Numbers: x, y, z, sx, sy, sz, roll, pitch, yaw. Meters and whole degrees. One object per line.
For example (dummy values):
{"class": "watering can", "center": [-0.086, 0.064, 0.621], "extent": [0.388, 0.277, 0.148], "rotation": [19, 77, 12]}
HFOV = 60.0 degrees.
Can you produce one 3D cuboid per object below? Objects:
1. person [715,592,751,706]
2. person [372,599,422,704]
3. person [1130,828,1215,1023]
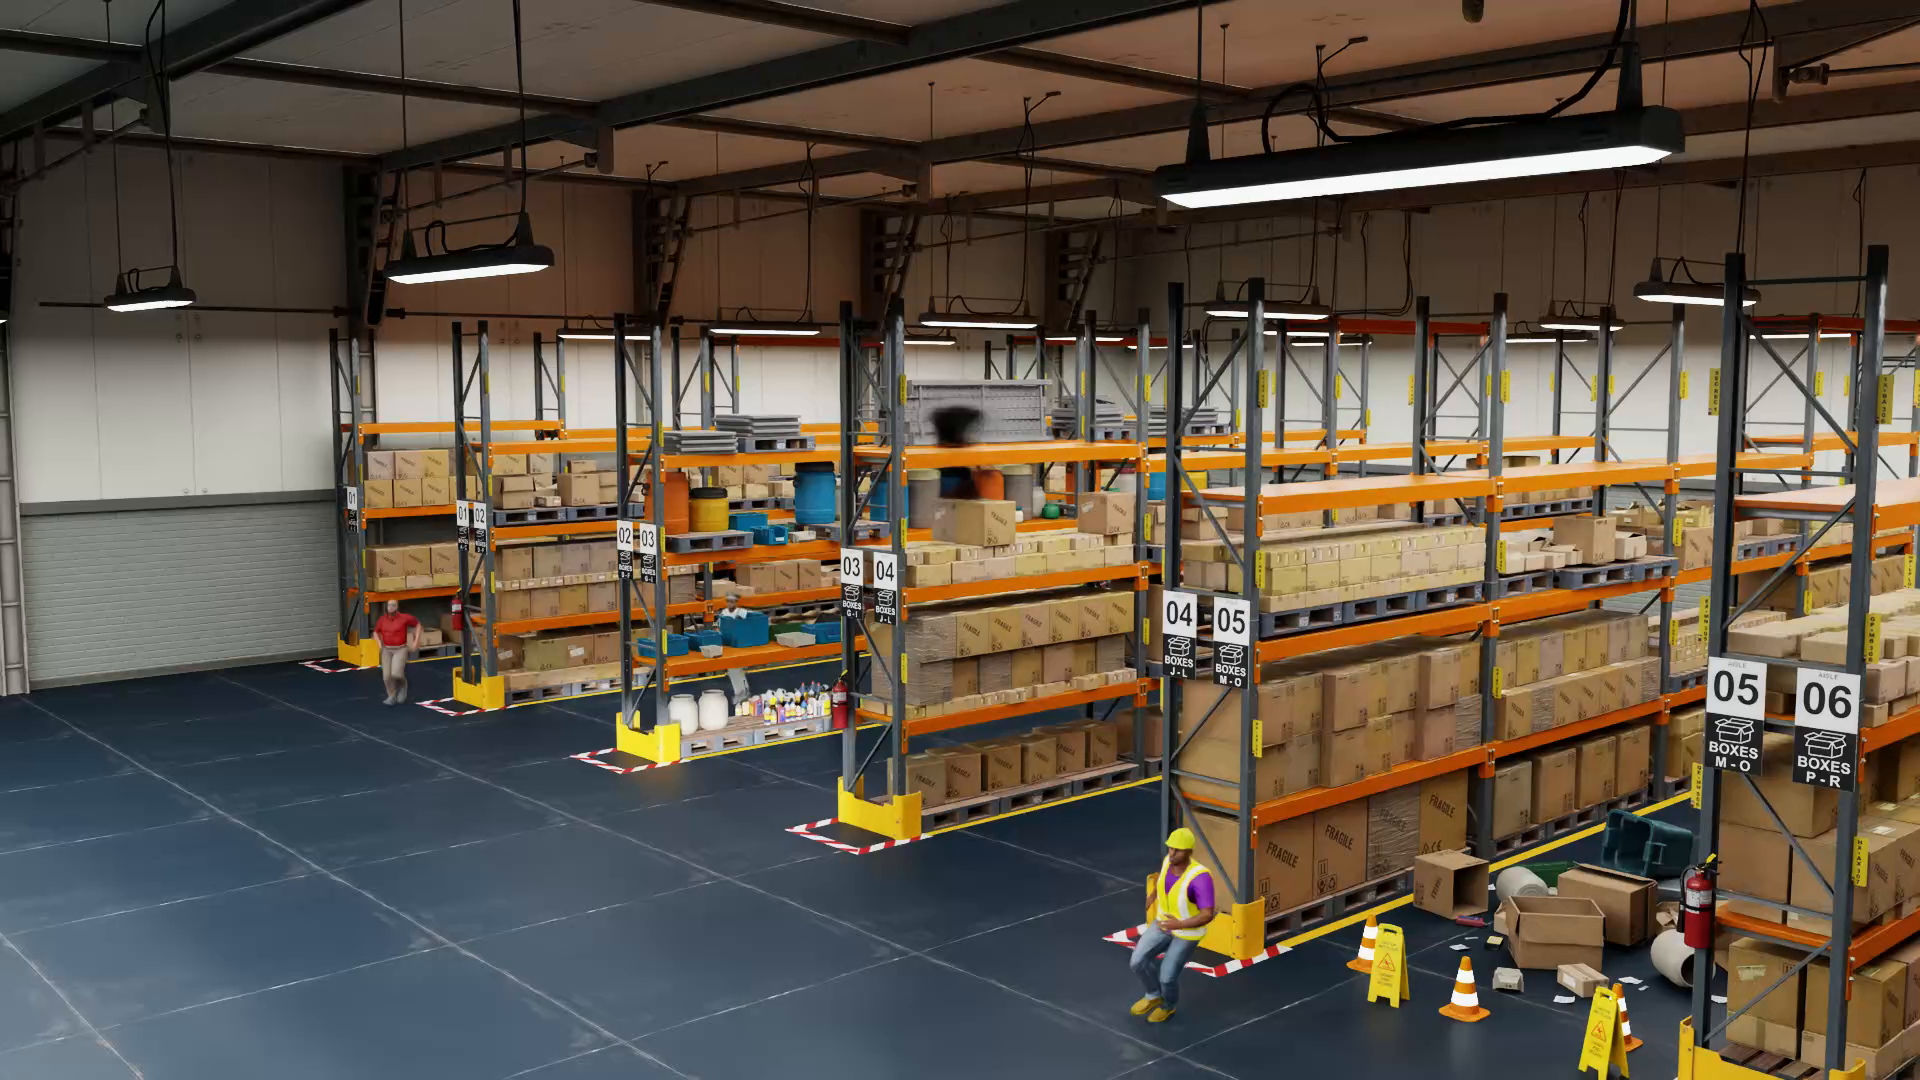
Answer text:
{"class": "person", "center": [-3.560, 1.710, 26.193], "extent": [0.617, 1.818, 0.832], "rotation": [4, 7, 33]}
{"class": "person", "center": [-8.828, 1.753, 25.972], "extent": [0.687, 1.684, 0.678], "rotation": [0, 6, 3]}
{"class": "person", "center": [1.645, 3.058, 13.073], "extent": [0.868, 1.671, 0.710], "rotation": [5, 7, 41]}
